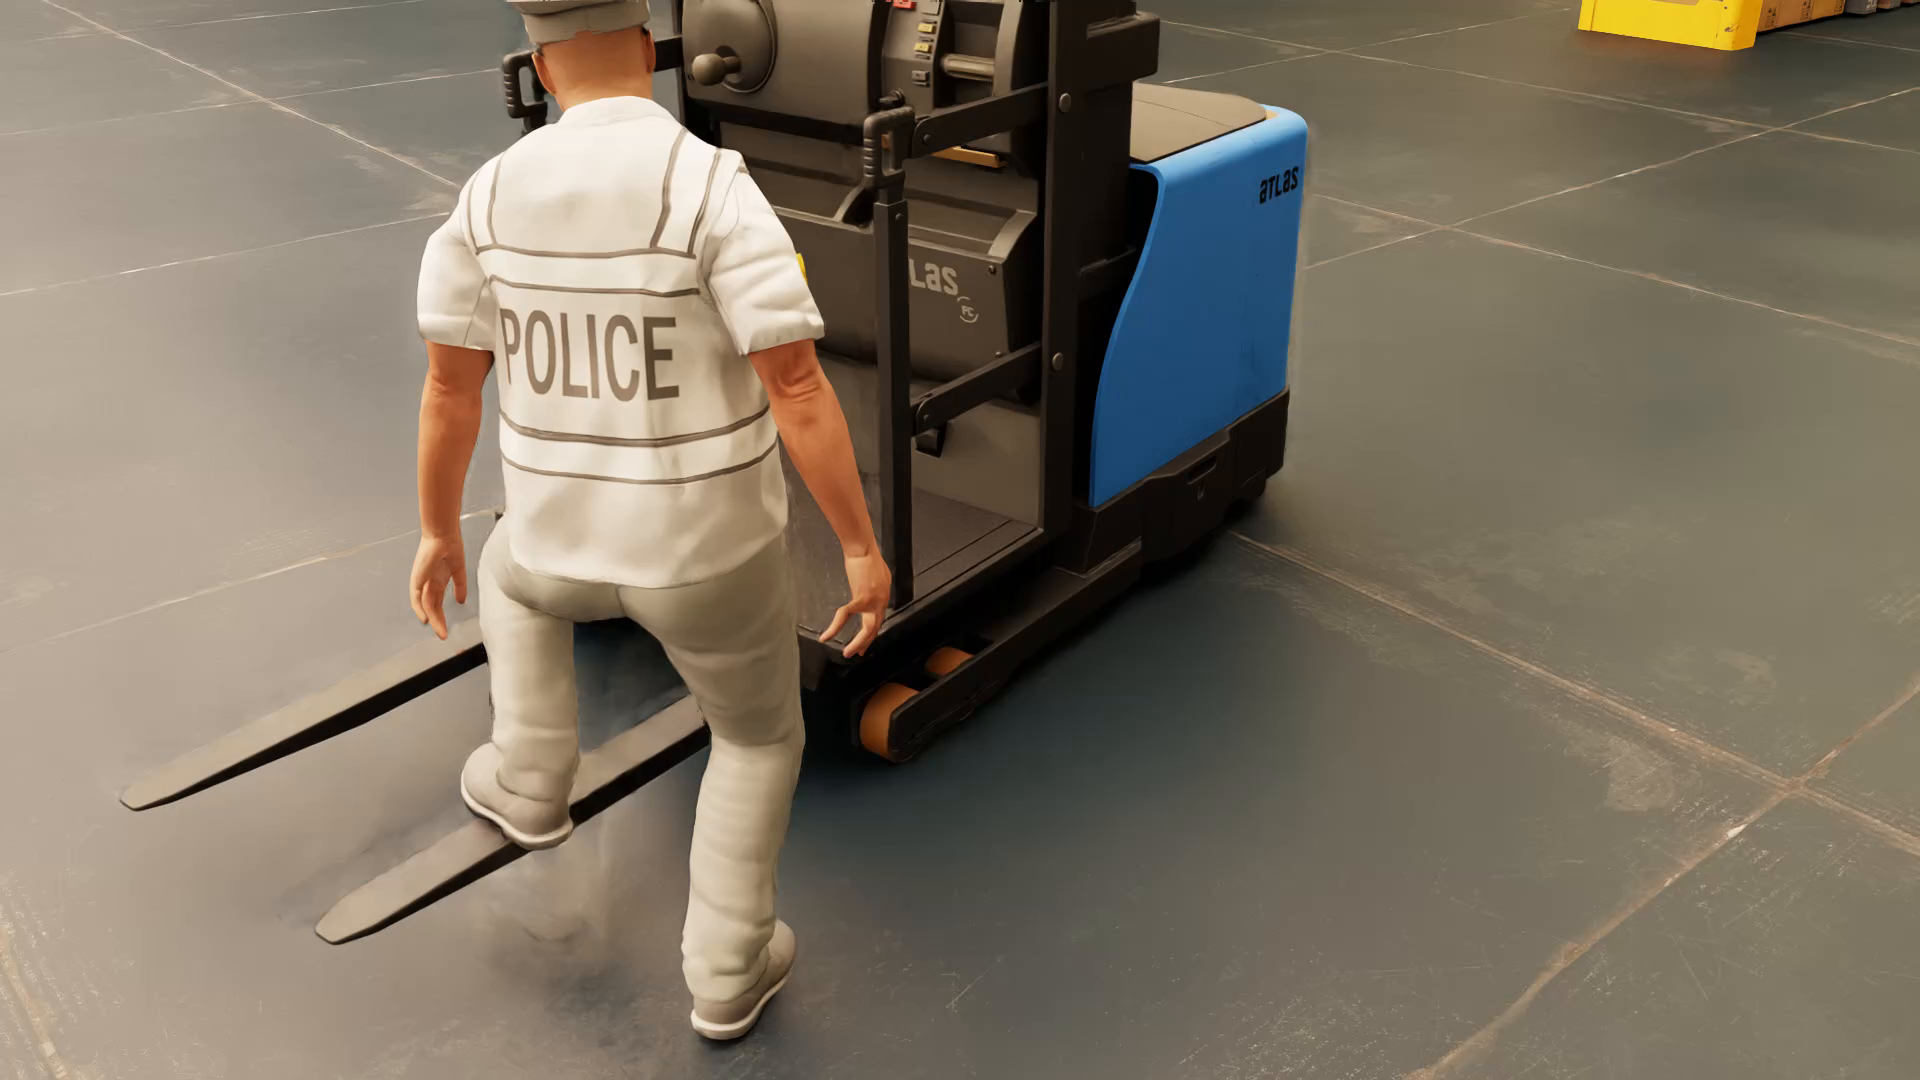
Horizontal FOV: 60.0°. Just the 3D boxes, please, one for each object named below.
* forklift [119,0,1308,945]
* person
[{"bbox_3d":[-0.362,-1.086,3.393,1.130,2.935,3.031,19,32,33],"label":"forklift"},{"bbox_3d":[-0.501,-0.031,2.673,0.889,1.722,0.513,7,27,15],"label":"person"}]
